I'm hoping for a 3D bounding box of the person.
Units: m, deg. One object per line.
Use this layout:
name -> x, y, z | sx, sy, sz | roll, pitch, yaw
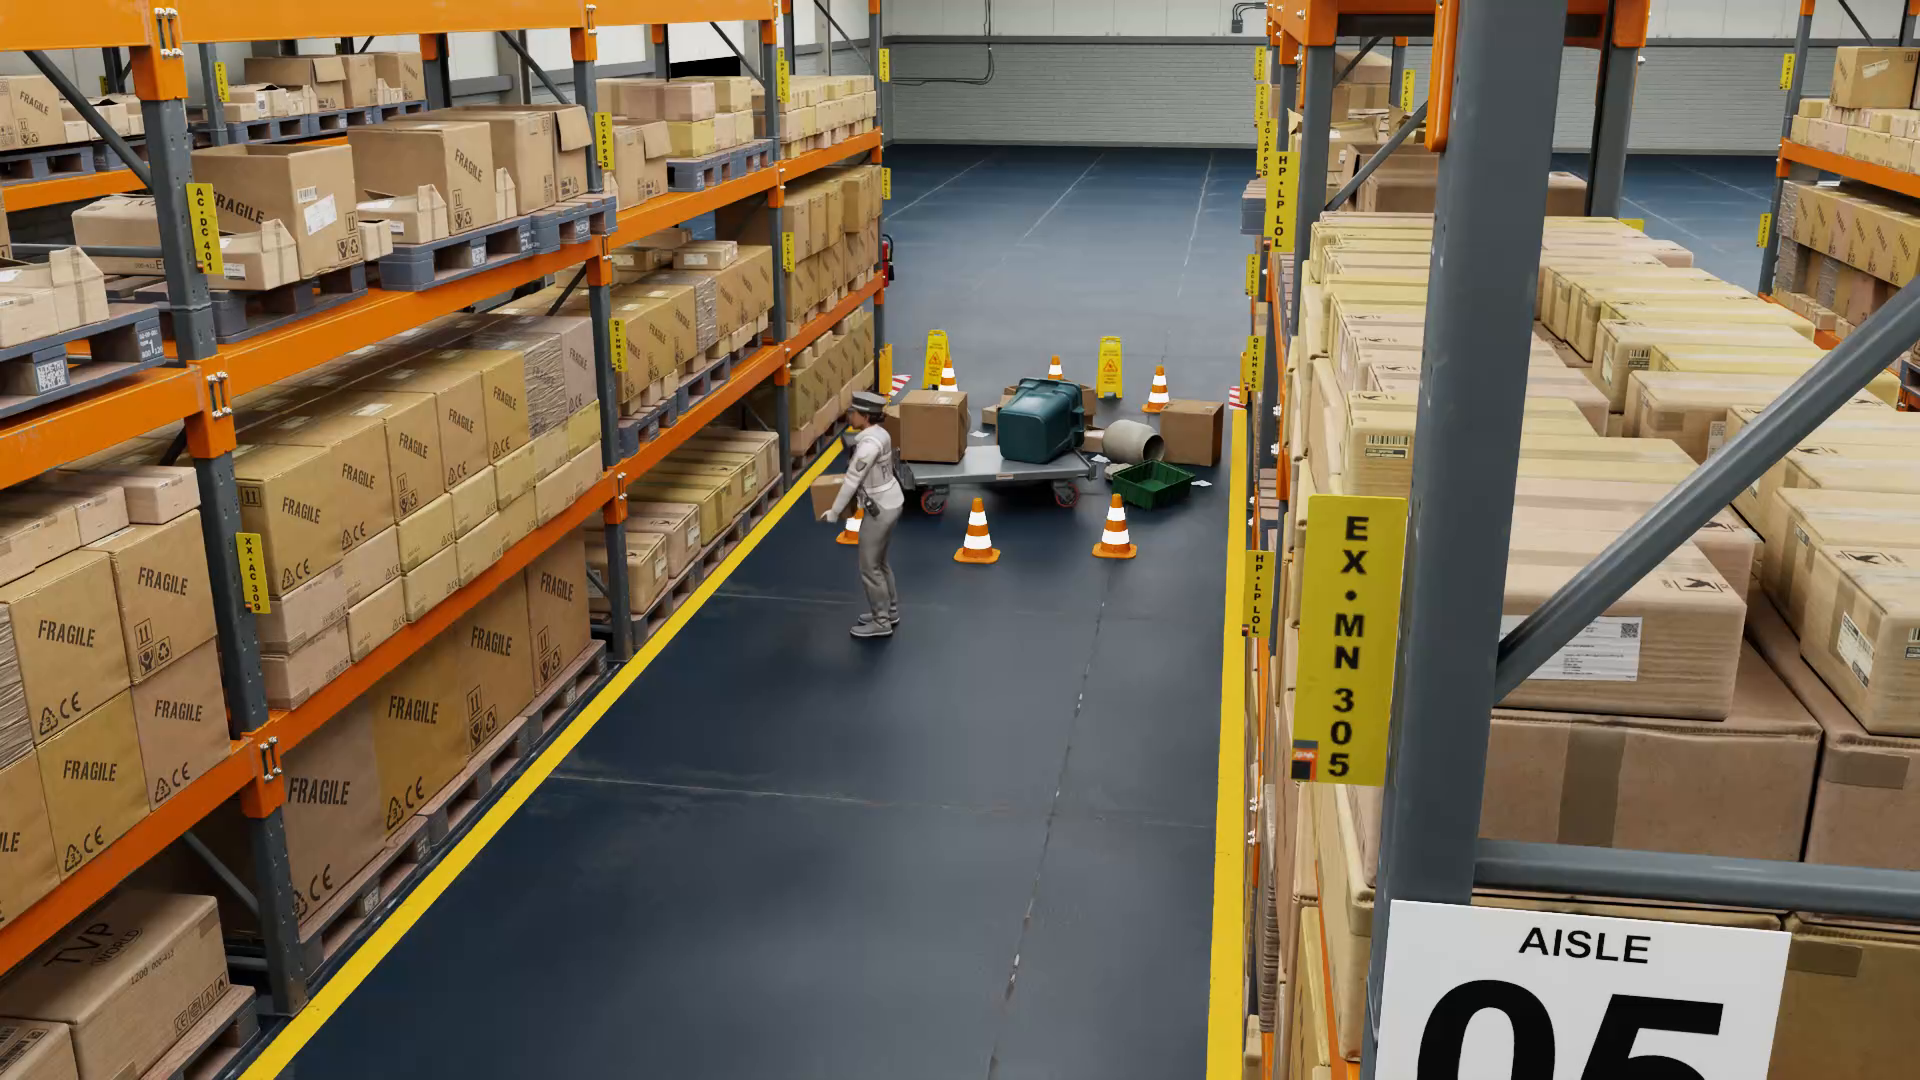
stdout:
person -> -0.645, -0.183, 11.114 | 0.535, 1.674, 0.416 | 3, 18, 8
